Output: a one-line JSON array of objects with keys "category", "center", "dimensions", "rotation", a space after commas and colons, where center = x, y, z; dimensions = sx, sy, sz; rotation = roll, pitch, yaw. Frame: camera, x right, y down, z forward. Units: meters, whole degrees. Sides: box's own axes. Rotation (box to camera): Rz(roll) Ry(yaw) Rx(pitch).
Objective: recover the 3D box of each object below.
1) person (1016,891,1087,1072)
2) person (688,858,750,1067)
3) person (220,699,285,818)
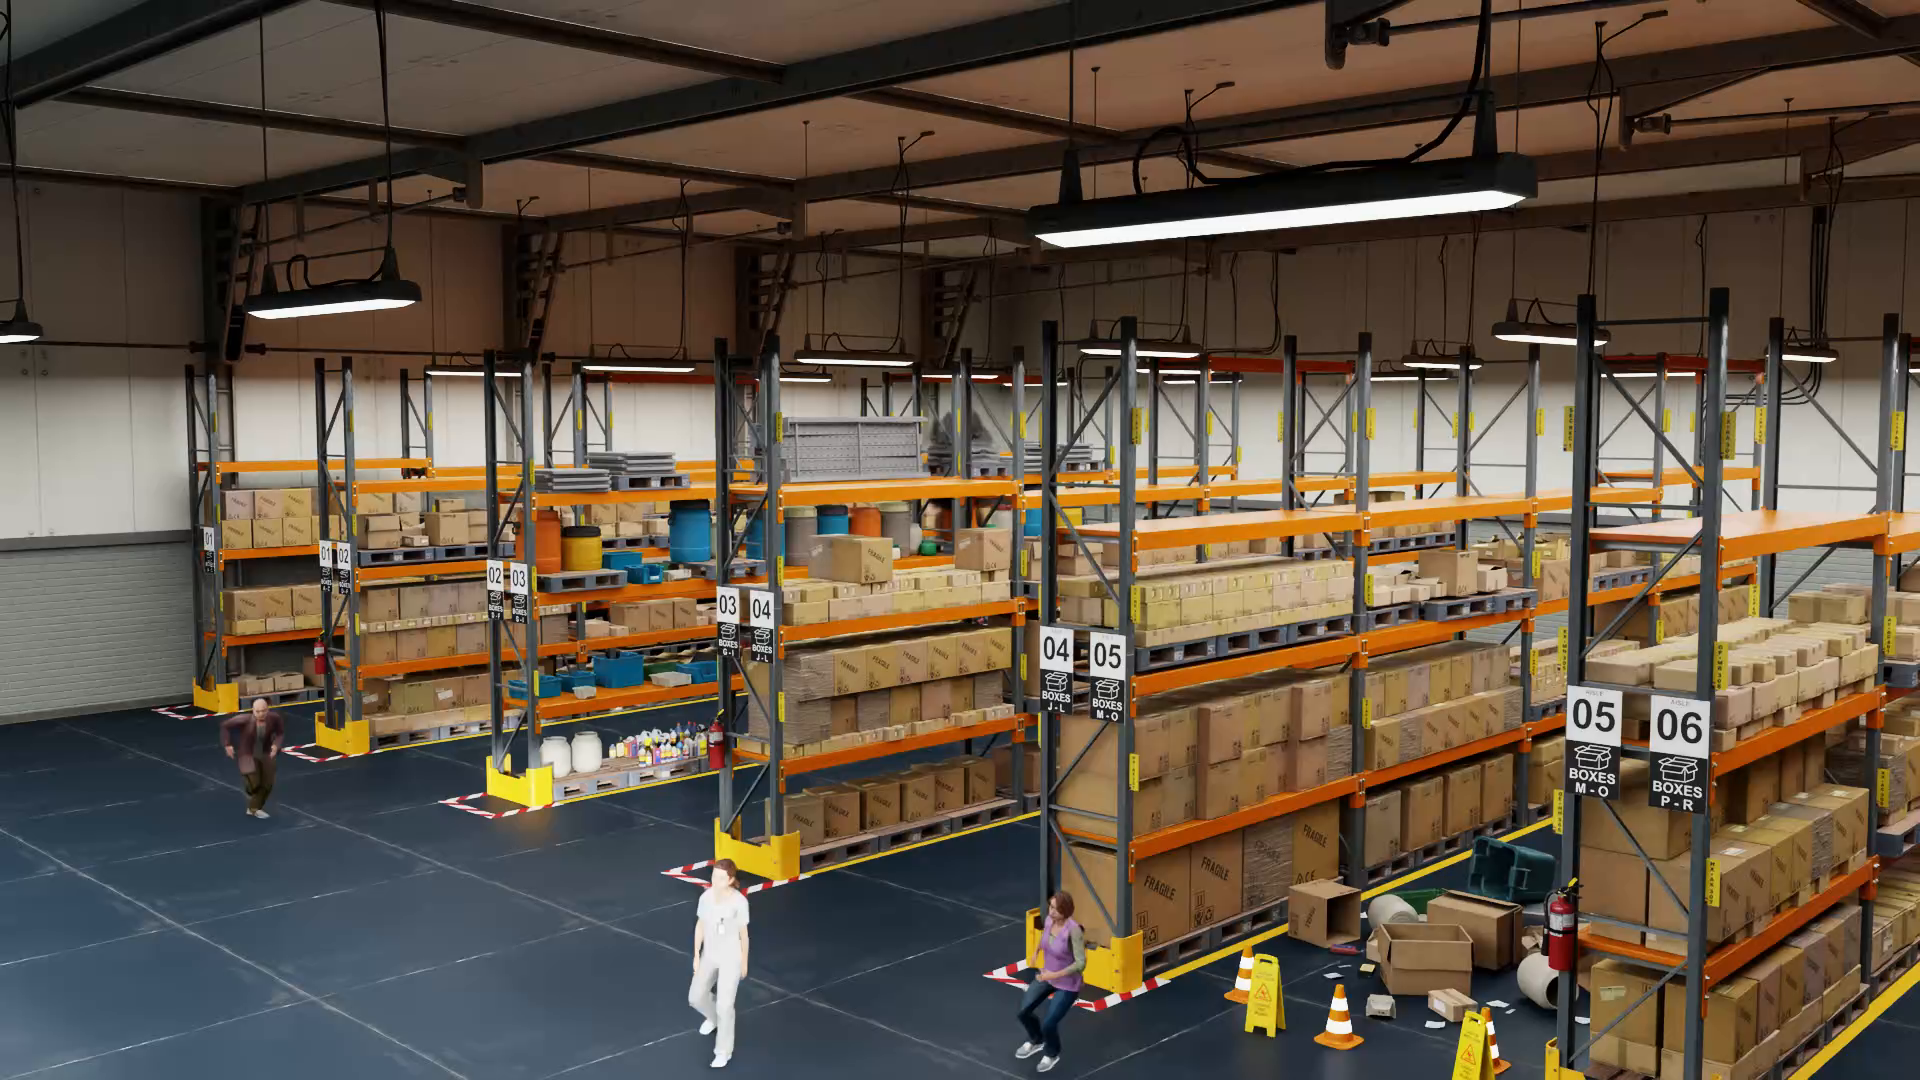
[{"category": "person", "center": [0.692, 3.446, 12.914], "dimensions": [0.713, 1.515, 0.586], "rotation": [4, 6, 40]}, {"category": "person", "center": [-1.913, 3.314, 13.307], "dimensions": [0.609, 1.645, 0.620], "rotation": [2, 5, 22]}, {"category": "person", "center": [-8.938, 2.769, 21.033], "dimensions": [0.736, 1.591, 0.879], "rotation": [-3, 5, -36]}]
